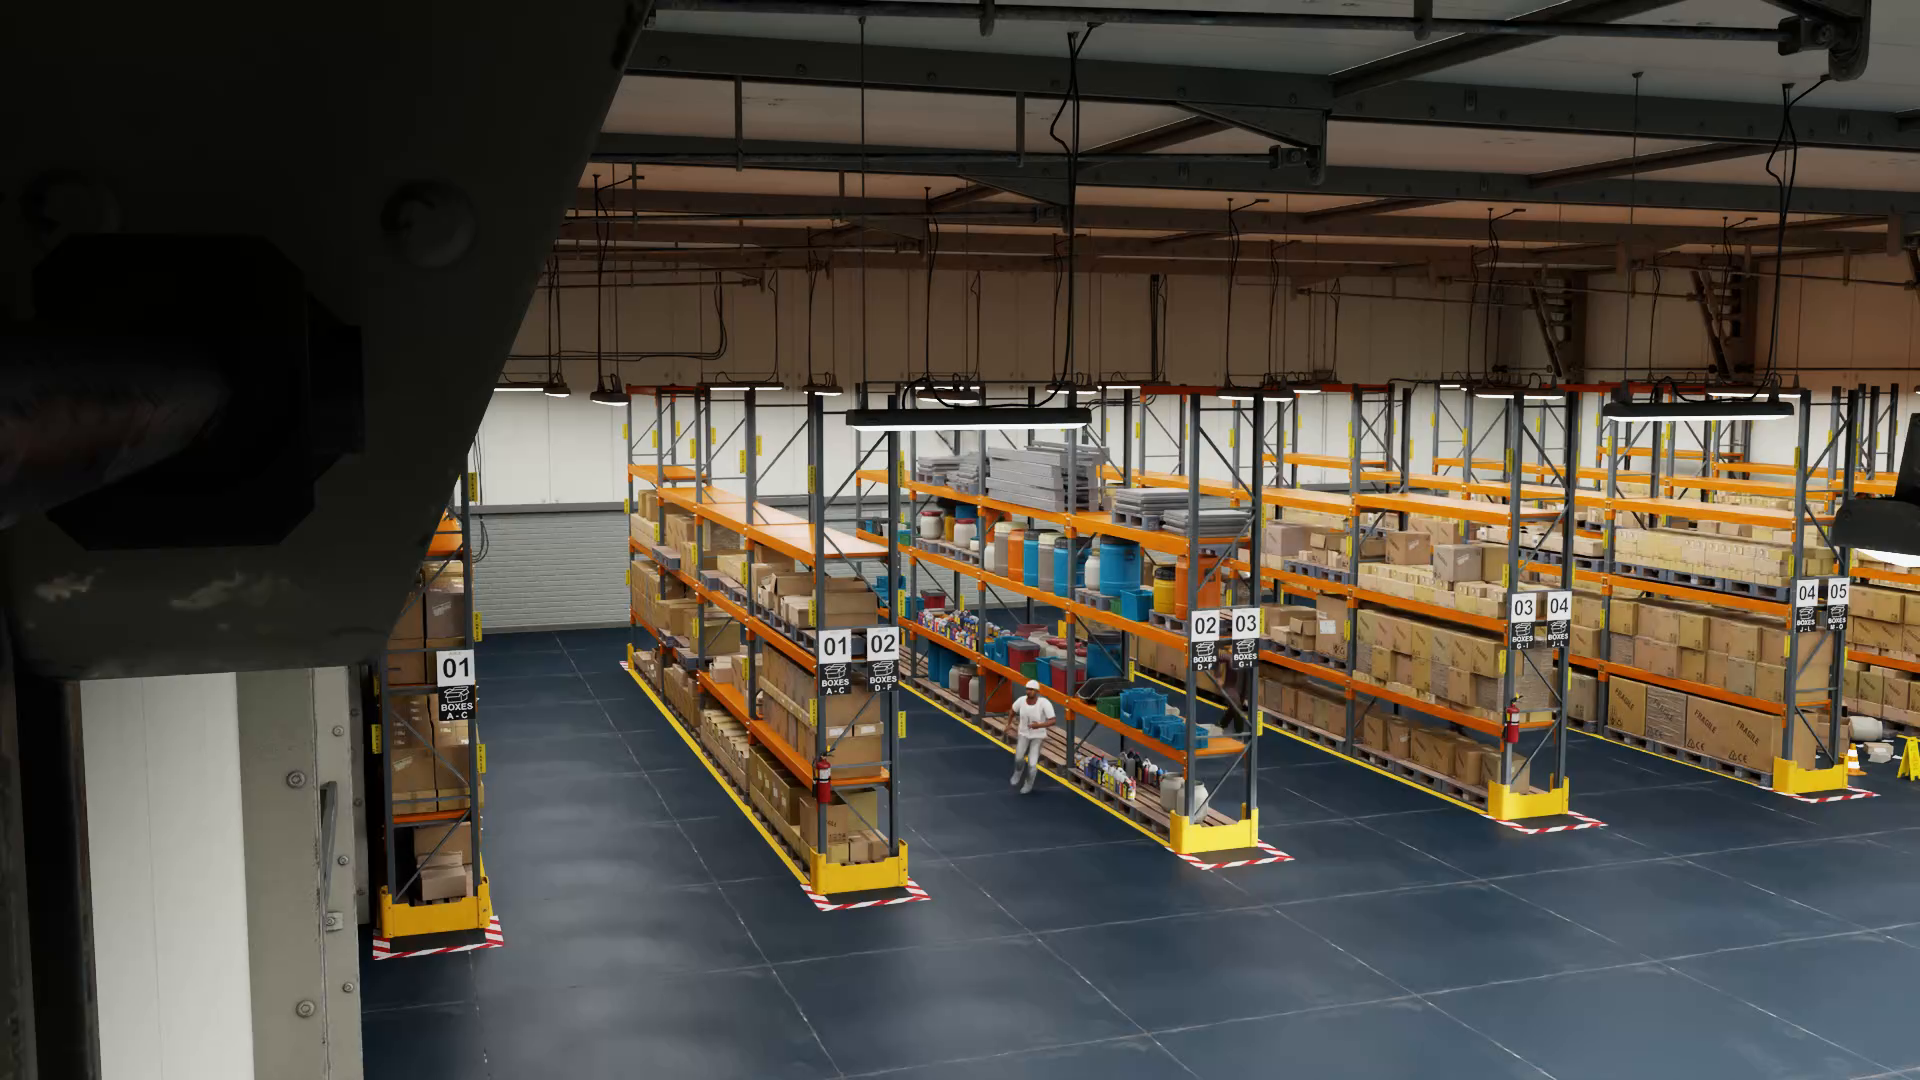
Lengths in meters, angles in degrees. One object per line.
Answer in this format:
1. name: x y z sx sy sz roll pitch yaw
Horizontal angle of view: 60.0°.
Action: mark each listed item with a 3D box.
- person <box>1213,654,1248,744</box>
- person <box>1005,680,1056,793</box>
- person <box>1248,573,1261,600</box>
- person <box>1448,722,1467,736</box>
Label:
1. person: 4.621 2.571 28.116 0.699 1.800 1.046 -2 6 -19
2. person: 1.036 2.931 24.798 0.807 1.720 0.606 1 6 11
3. person: 6.570 1.574 37.670 0.651 1.754 0.876 -3 6 -24
4. person: 8.741 2.689 28.354 0.865 1.443 0.685 5 8 42
